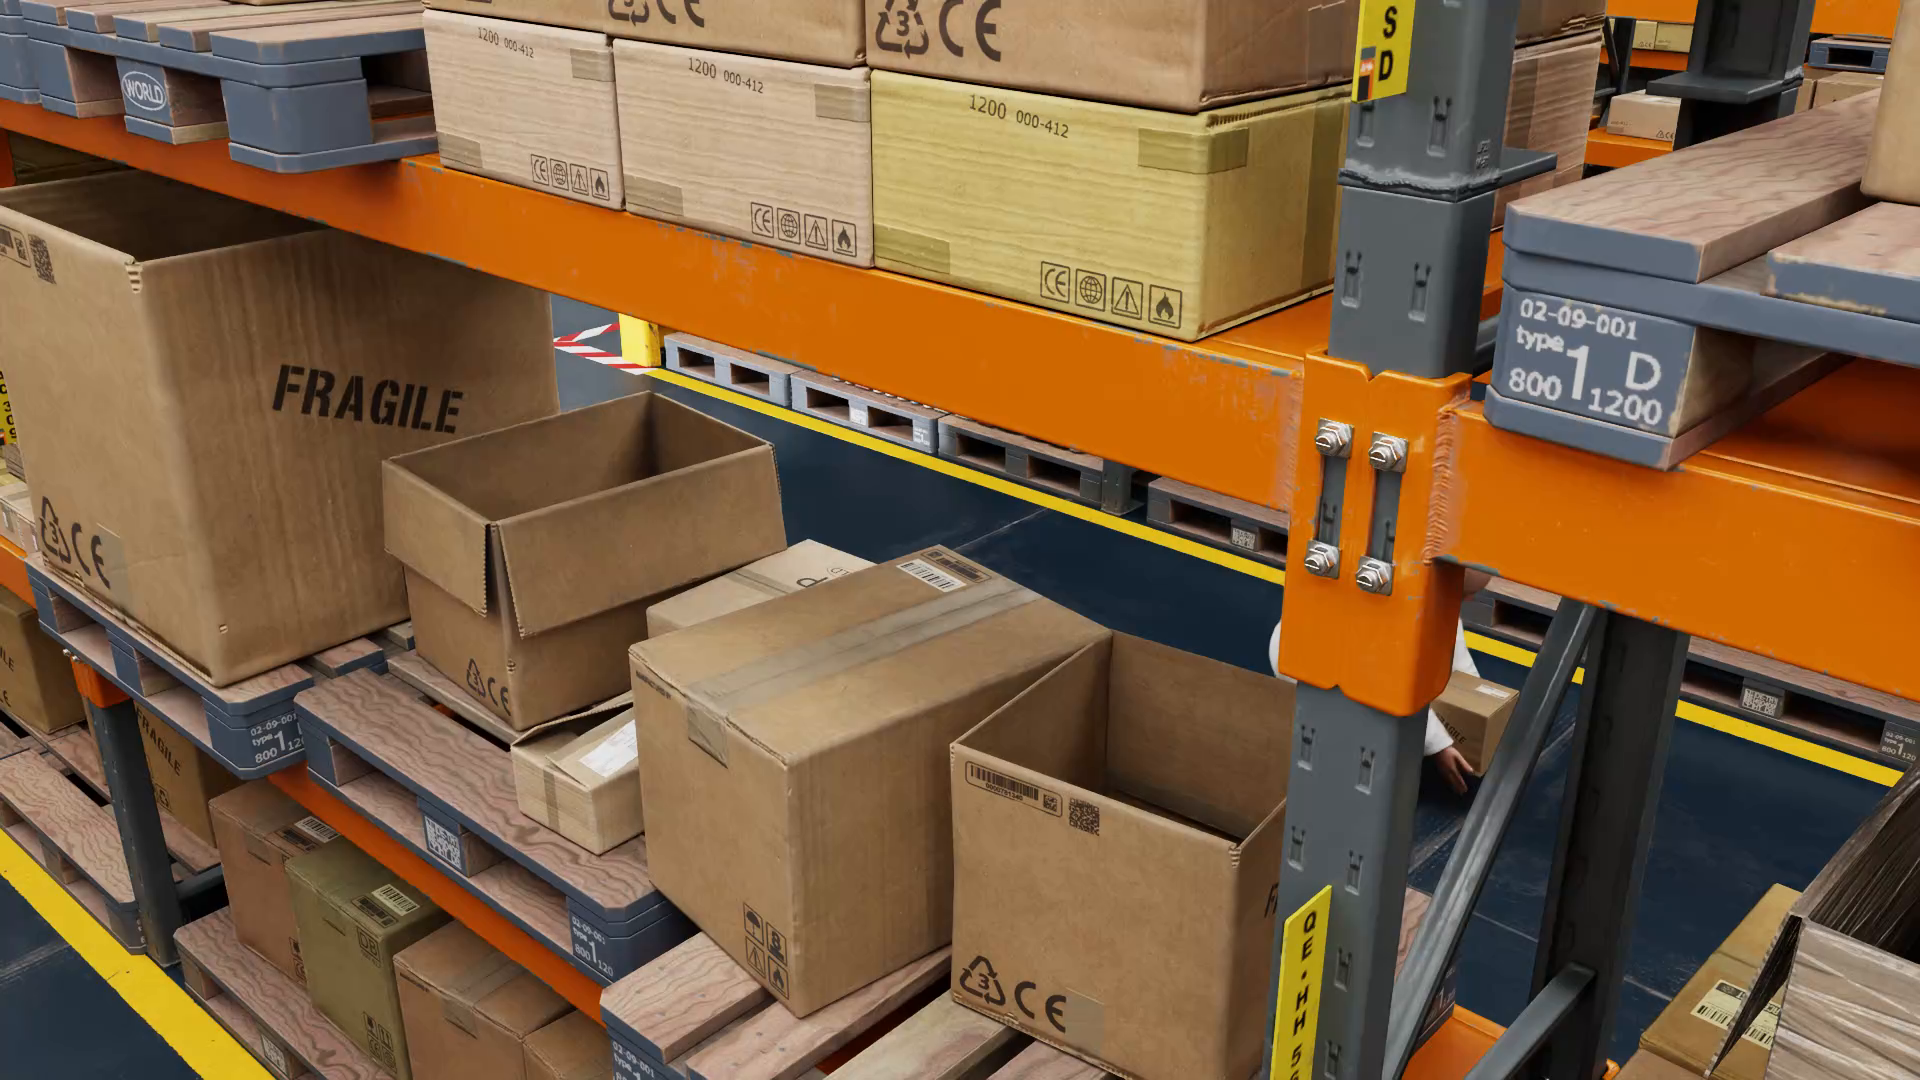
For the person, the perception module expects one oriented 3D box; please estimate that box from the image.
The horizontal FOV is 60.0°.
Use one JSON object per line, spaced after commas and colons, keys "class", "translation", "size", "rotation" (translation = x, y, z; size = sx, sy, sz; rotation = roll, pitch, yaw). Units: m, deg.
{"class": "person", "translation": [1.584, 0.411, 6.158], "size": [0.901, 1.001, 0.588], "rotation": [19, 30, 37]}
